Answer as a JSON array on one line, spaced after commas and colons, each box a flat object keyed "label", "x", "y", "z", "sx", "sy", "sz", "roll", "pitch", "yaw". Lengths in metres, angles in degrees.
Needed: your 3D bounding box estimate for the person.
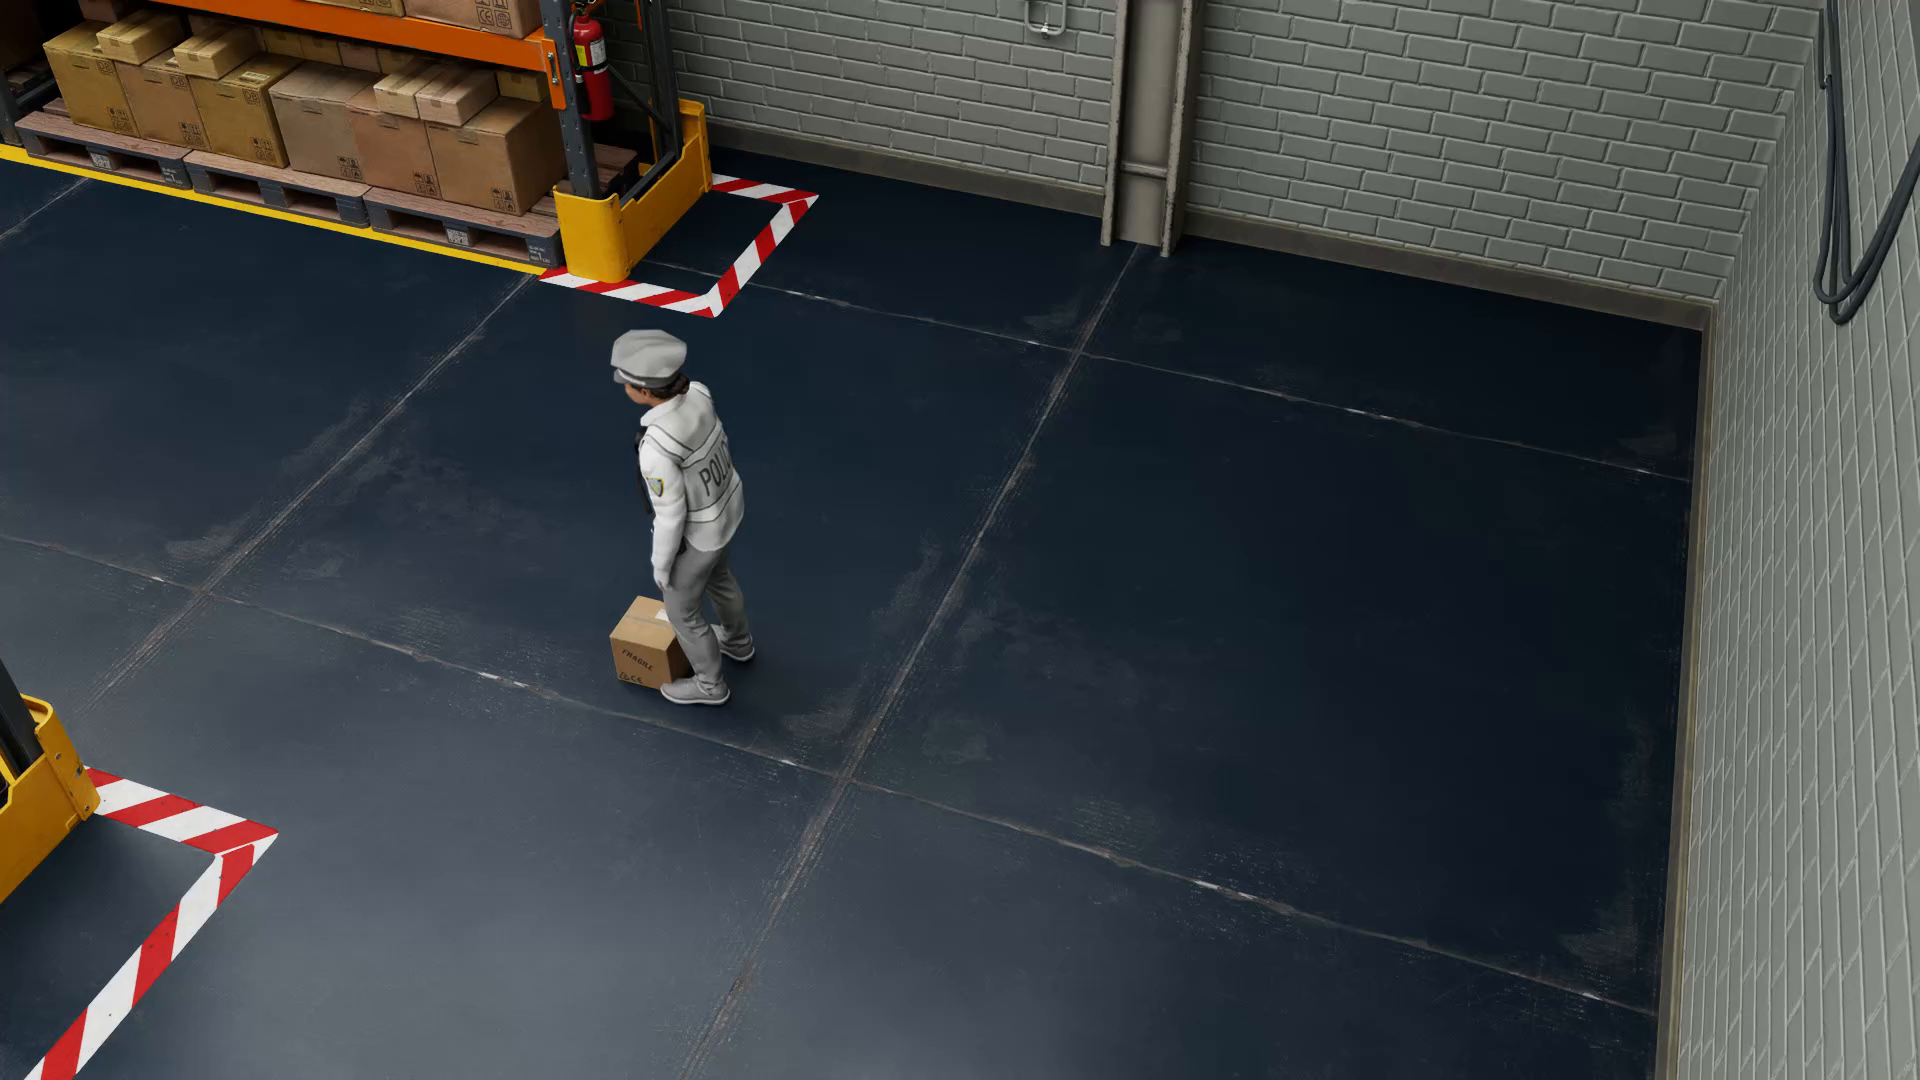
[{"label": "person", "x": -1.007, "y": -0.050, "z": 6.212, "sx": 0.376, "sy": 1.663, "sz": 0.544, "roll": 11, "pitch": 43, "yaw": 12}]
